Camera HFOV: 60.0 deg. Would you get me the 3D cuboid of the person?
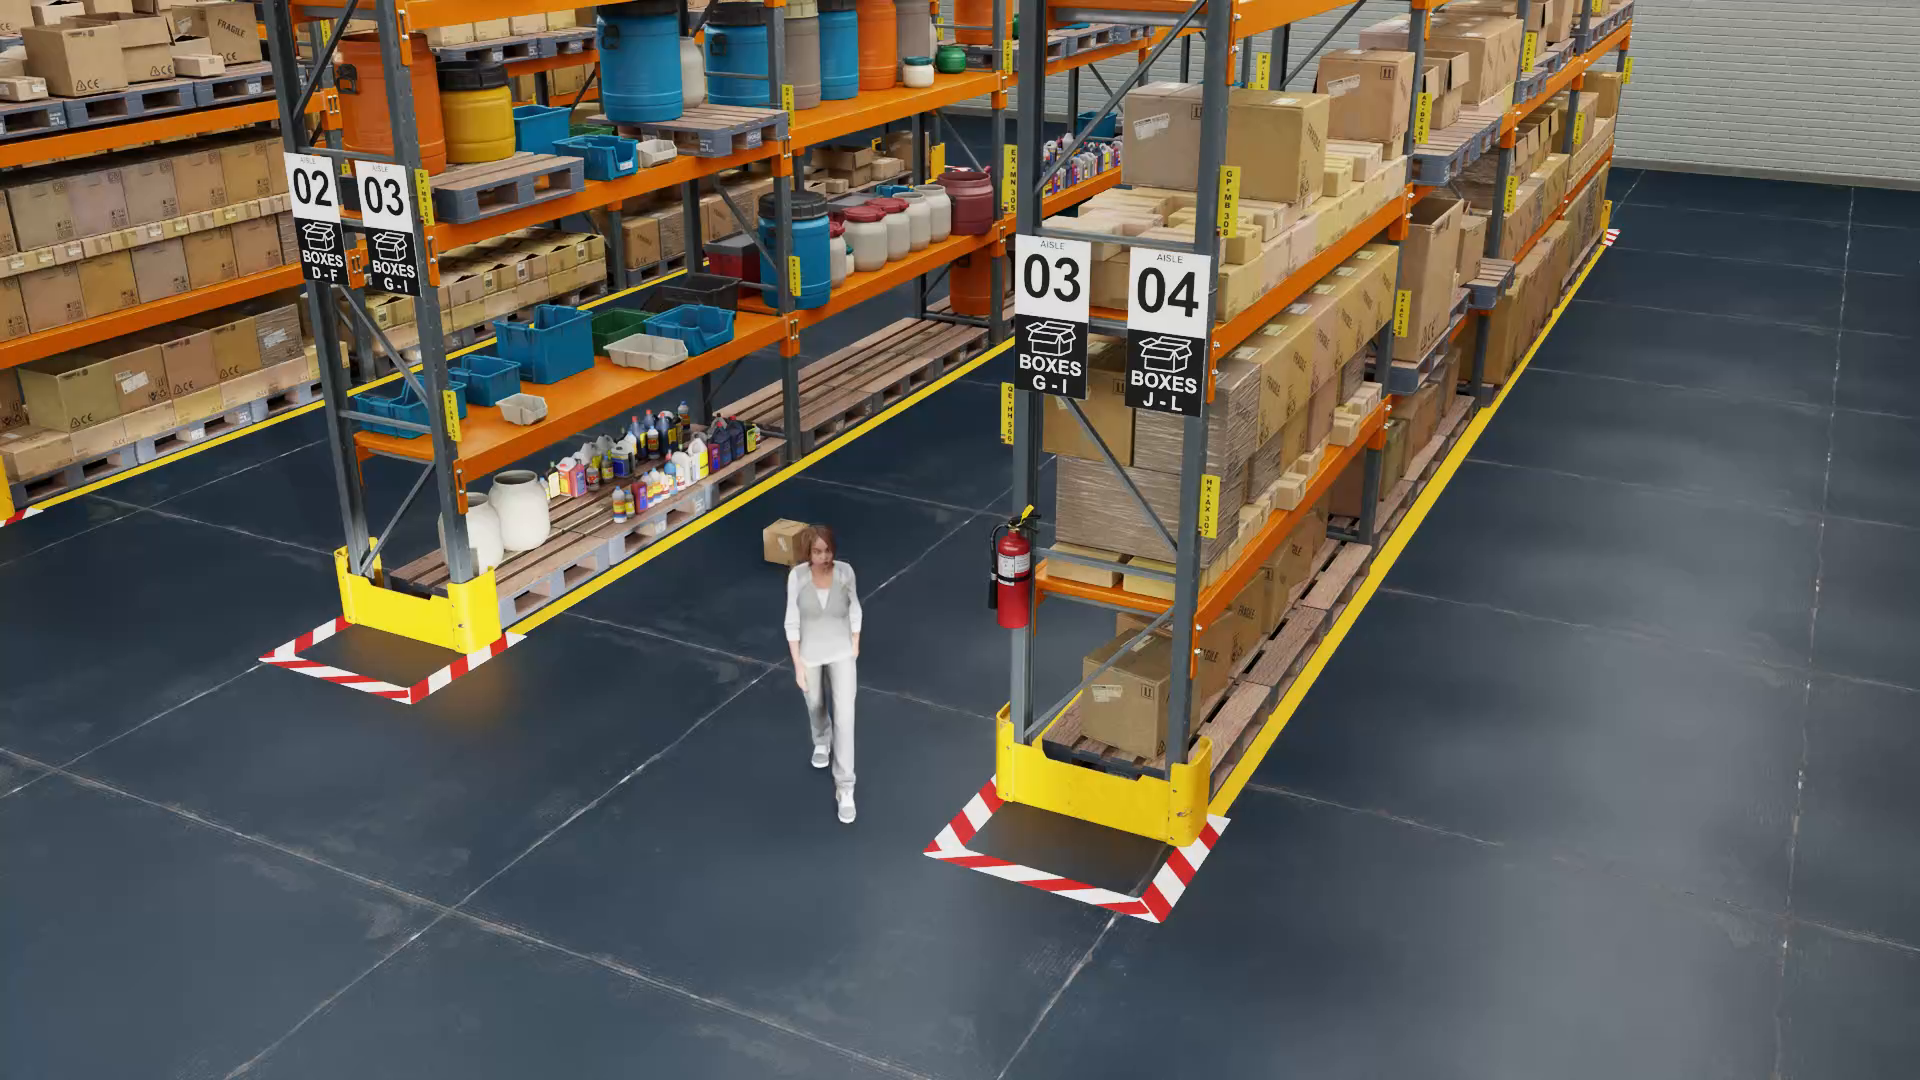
[{"bbox_3d":[-0.745,0.667,9.123,0.420,1.564,0.853,-1,23,-3],"label":"person"}]
